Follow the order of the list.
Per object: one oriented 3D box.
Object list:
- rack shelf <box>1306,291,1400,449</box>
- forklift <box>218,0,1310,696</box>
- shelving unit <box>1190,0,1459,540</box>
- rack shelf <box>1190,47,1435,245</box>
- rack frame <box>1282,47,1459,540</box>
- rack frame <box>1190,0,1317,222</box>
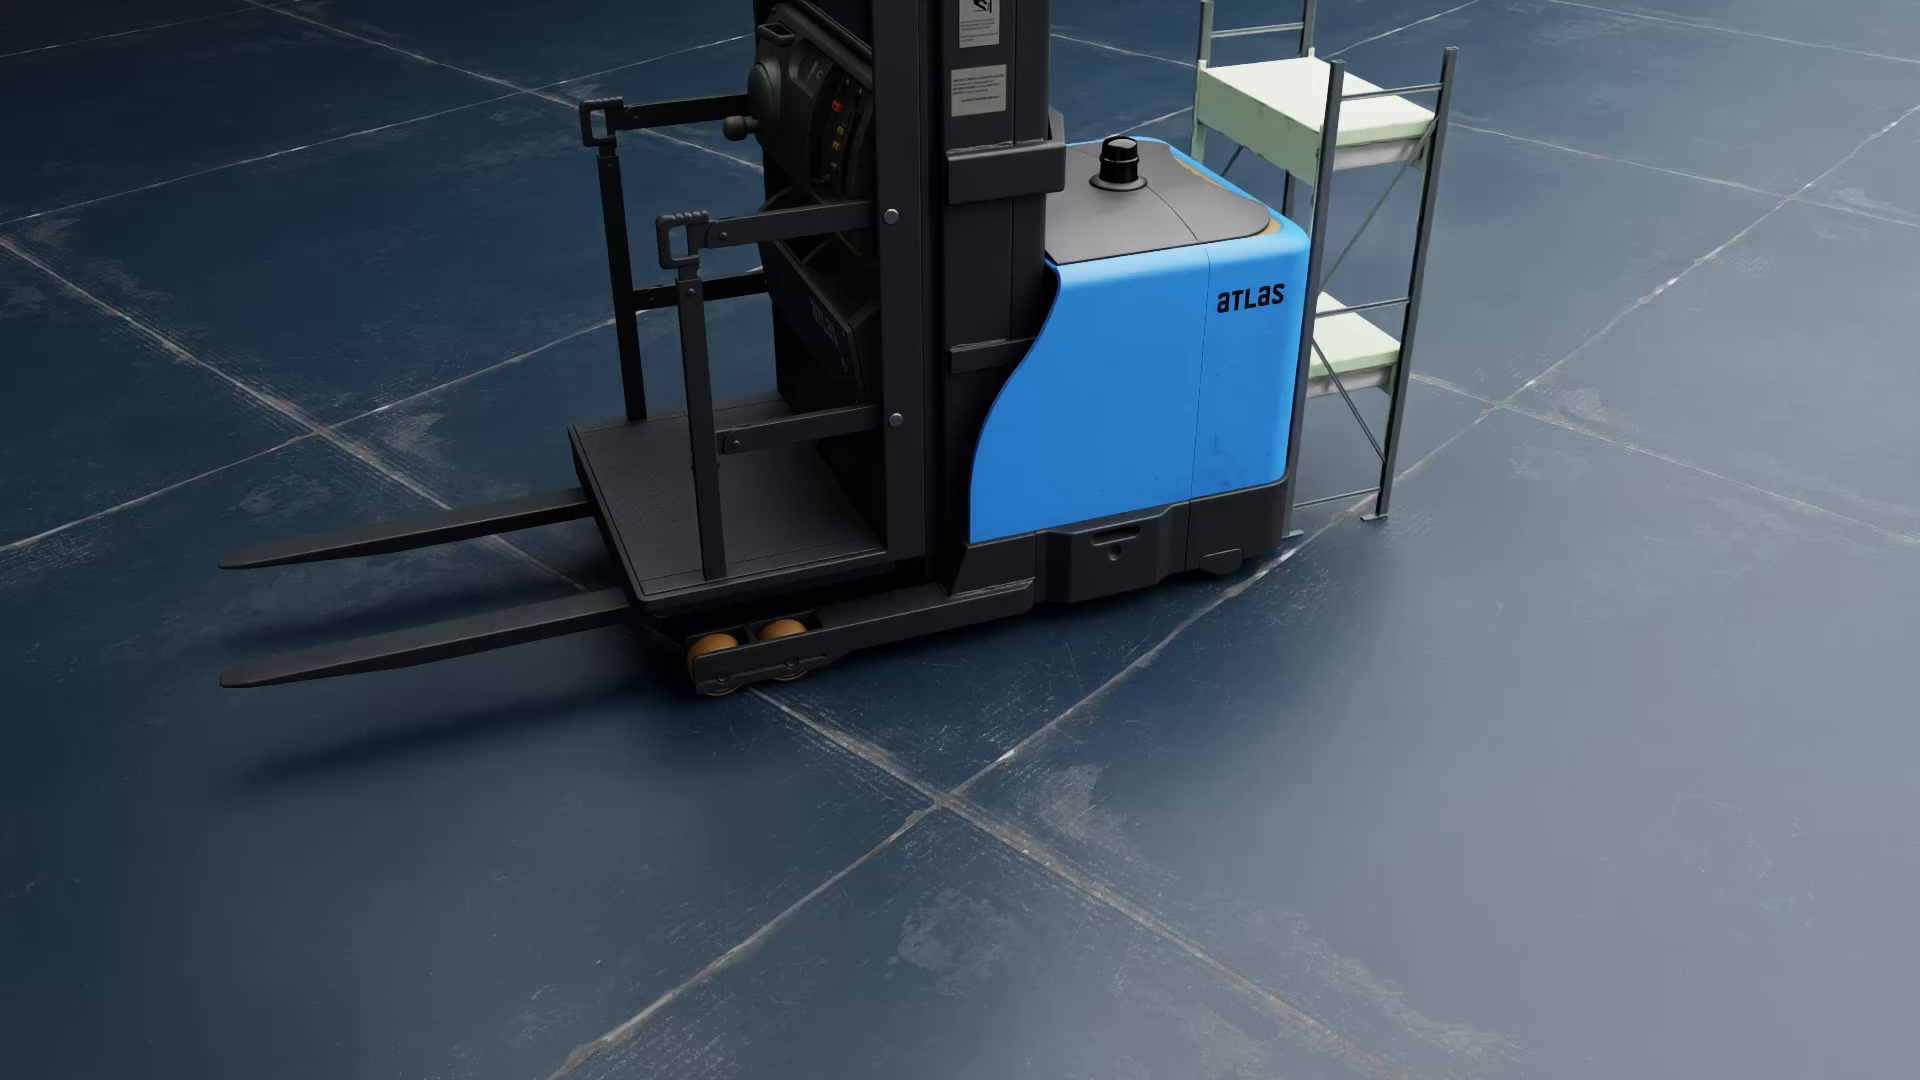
[{"bbox_3d":[1.059,-0.581,5.393,0.431,0.370,0.720,-11,33,-18],"label":"rack shelf"},{"bbox_3d":[-0.581,-1.139,4.300,3.031,2.935,1.130,-11,33,-18],"label":"forklift"},{"bbox_3d":[1.059,-0.861,5.225,0.431,1.500,0.755,-11,33,-18],"label":"shelving unit"},{"bbox_3d":[1.059,-1.195,5.024,0.431,0.370,0.720,-11,33,-18],"label":"rack shelf"},{"bbox_3d":[1.192,-0.685,4.933,0.400,1.500,0.023,-11,33,-18],"label":"rack frame"},{"bbox_3d":[0.926,-1.036,5.517,0.400,1.500,0.023,-11,33,-18],"label":"rack frame"}]
